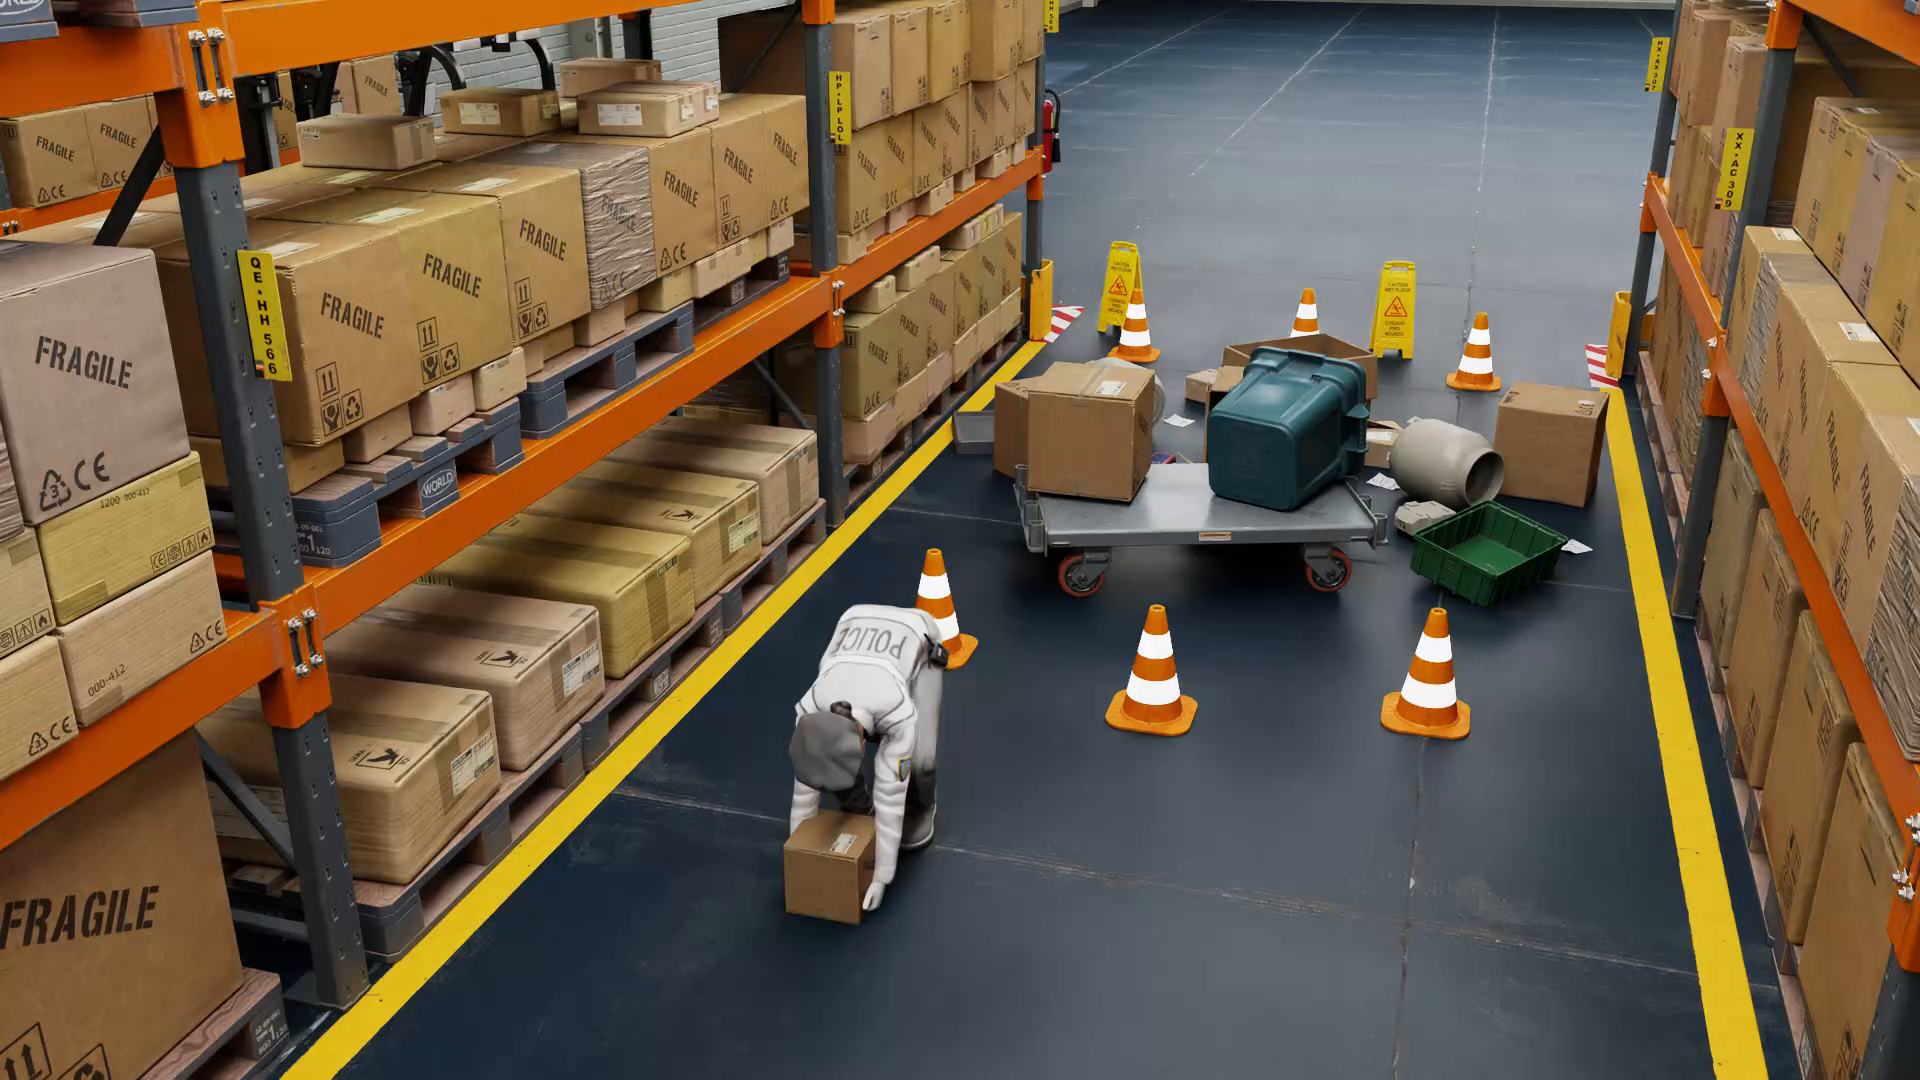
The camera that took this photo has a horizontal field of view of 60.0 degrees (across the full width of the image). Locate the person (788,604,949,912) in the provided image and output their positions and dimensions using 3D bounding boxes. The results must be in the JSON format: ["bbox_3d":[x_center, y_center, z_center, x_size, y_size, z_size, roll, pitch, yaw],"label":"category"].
[{"bbox_3d":[-0.302,0.703,5.542,0.460,0.812,0.902,6,23,14],"label":"person"}]
